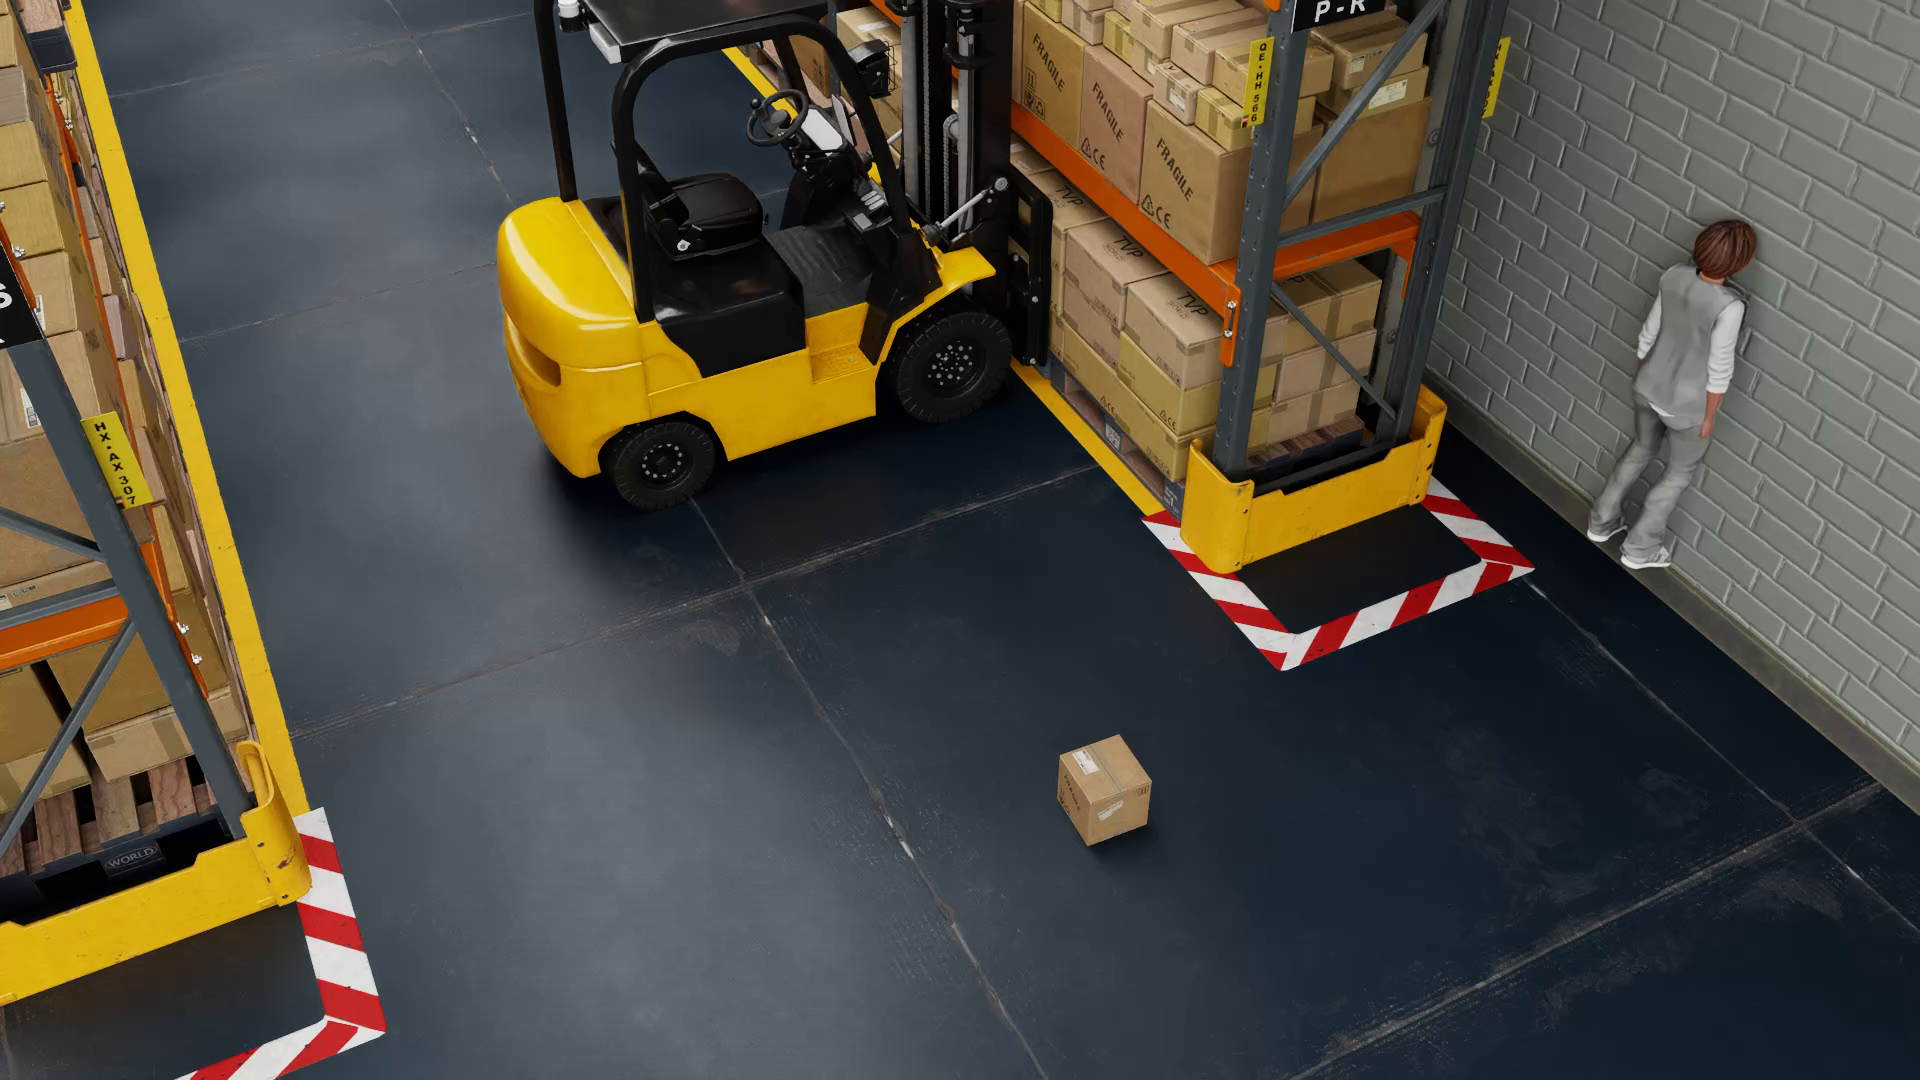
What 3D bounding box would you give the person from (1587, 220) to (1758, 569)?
[{"bbox_3d":[2.835,-0.572,6.585,0.311,1.588,0.408,-20,46,-21],"label":"person"}]
